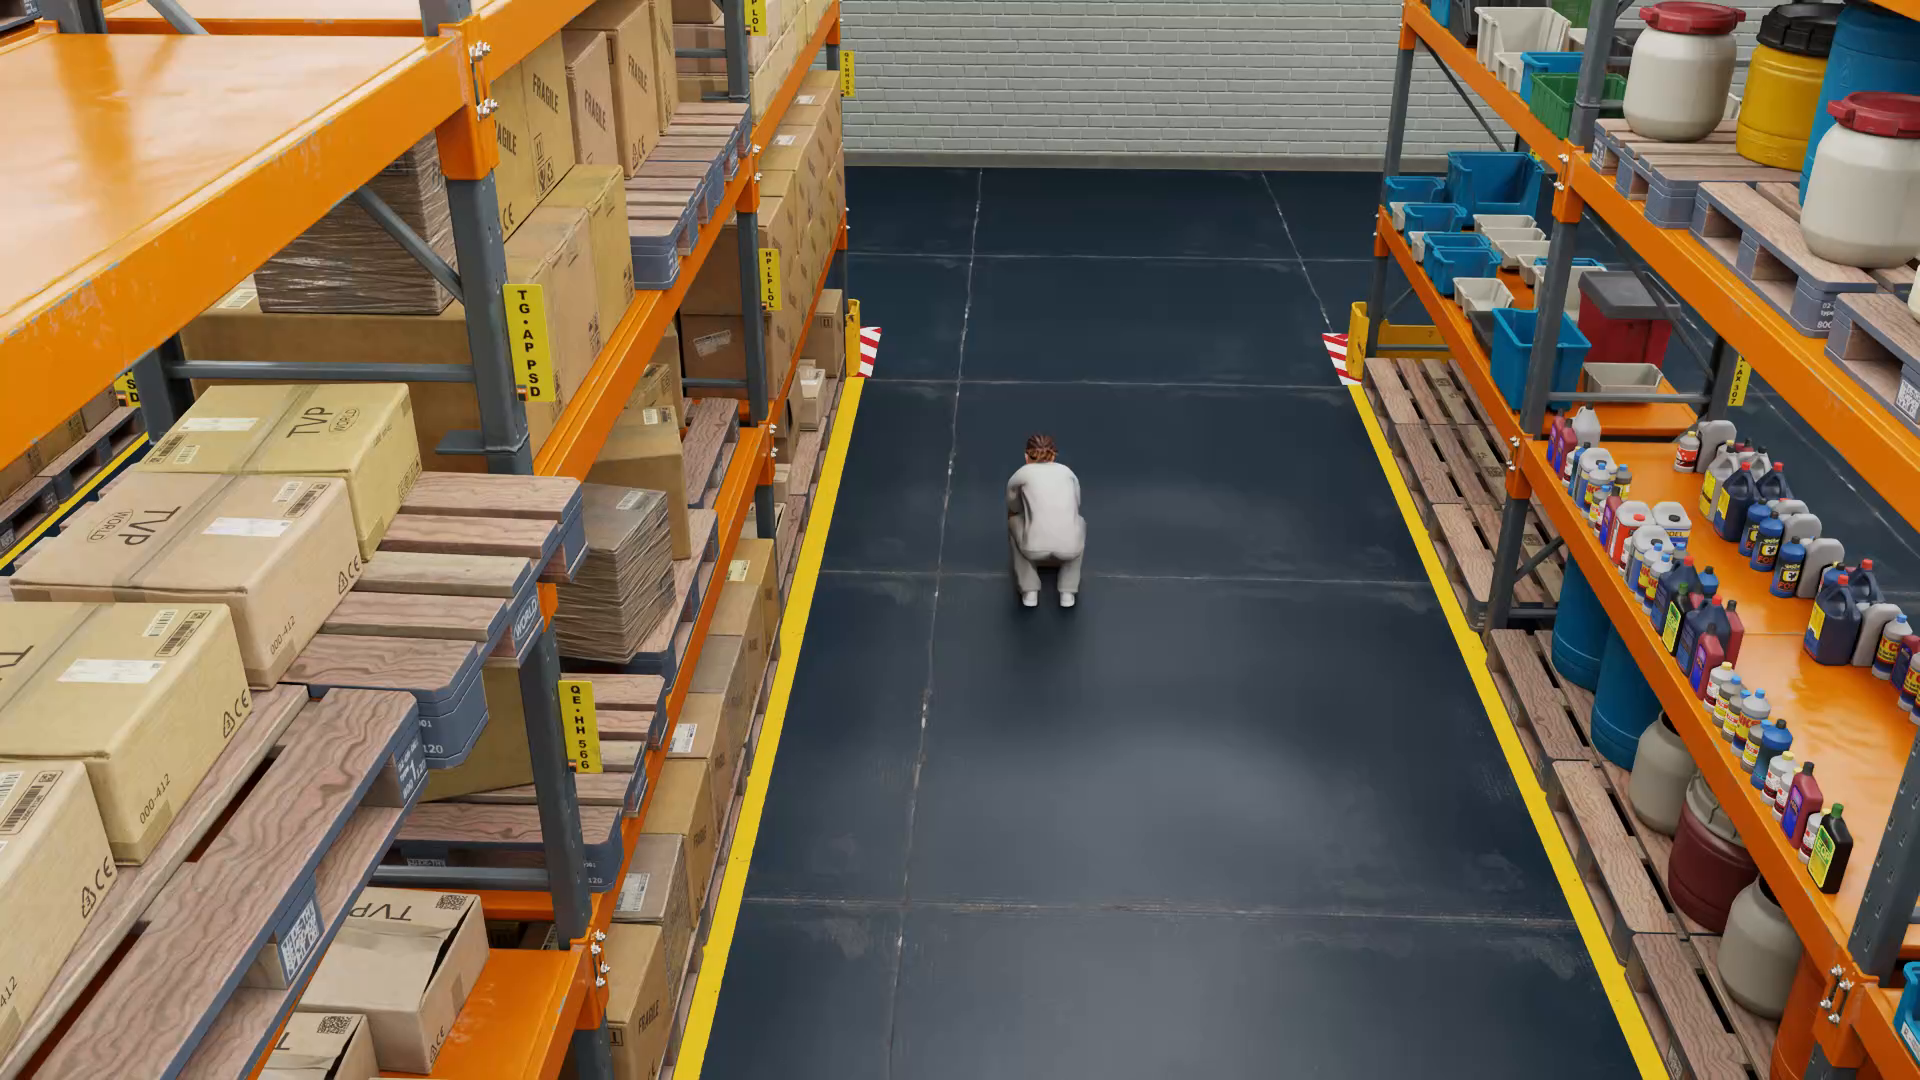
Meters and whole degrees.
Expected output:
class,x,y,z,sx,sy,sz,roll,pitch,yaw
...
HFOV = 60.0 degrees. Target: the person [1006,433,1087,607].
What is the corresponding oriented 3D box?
class,x,y,z,sx,sy,sz,roll,pitch,yaw
person,0.506,-0.105,9.706,0.484,0.846,0.801,1,28,2
